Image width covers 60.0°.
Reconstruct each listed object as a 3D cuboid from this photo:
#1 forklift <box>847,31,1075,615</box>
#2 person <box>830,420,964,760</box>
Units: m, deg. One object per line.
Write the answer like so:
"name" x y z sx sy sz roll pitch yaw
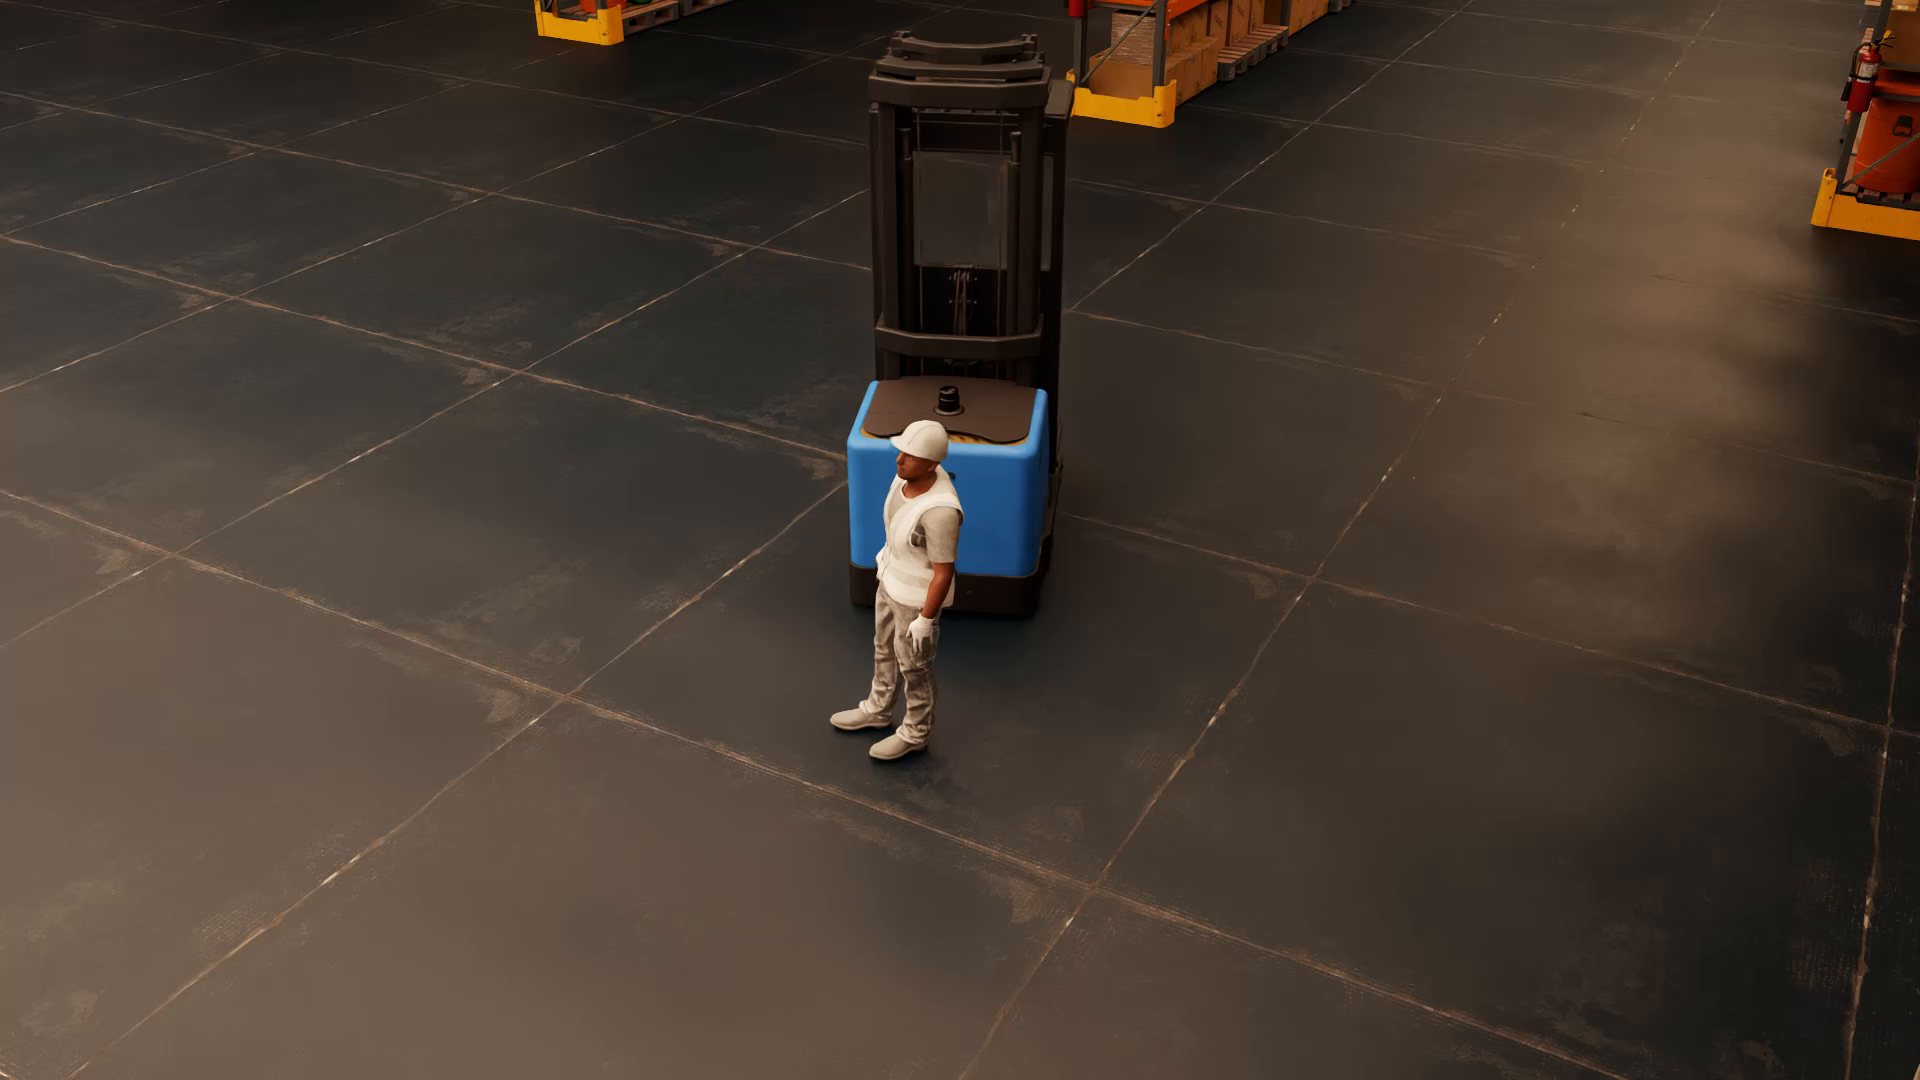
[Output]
"forklift" 0.072 -1.572 9.794 1.130 2.935 3.031 3 30 6
"person" -0.294 0.248 7.777 0.575 1.783 0.656 -10 31 -16
